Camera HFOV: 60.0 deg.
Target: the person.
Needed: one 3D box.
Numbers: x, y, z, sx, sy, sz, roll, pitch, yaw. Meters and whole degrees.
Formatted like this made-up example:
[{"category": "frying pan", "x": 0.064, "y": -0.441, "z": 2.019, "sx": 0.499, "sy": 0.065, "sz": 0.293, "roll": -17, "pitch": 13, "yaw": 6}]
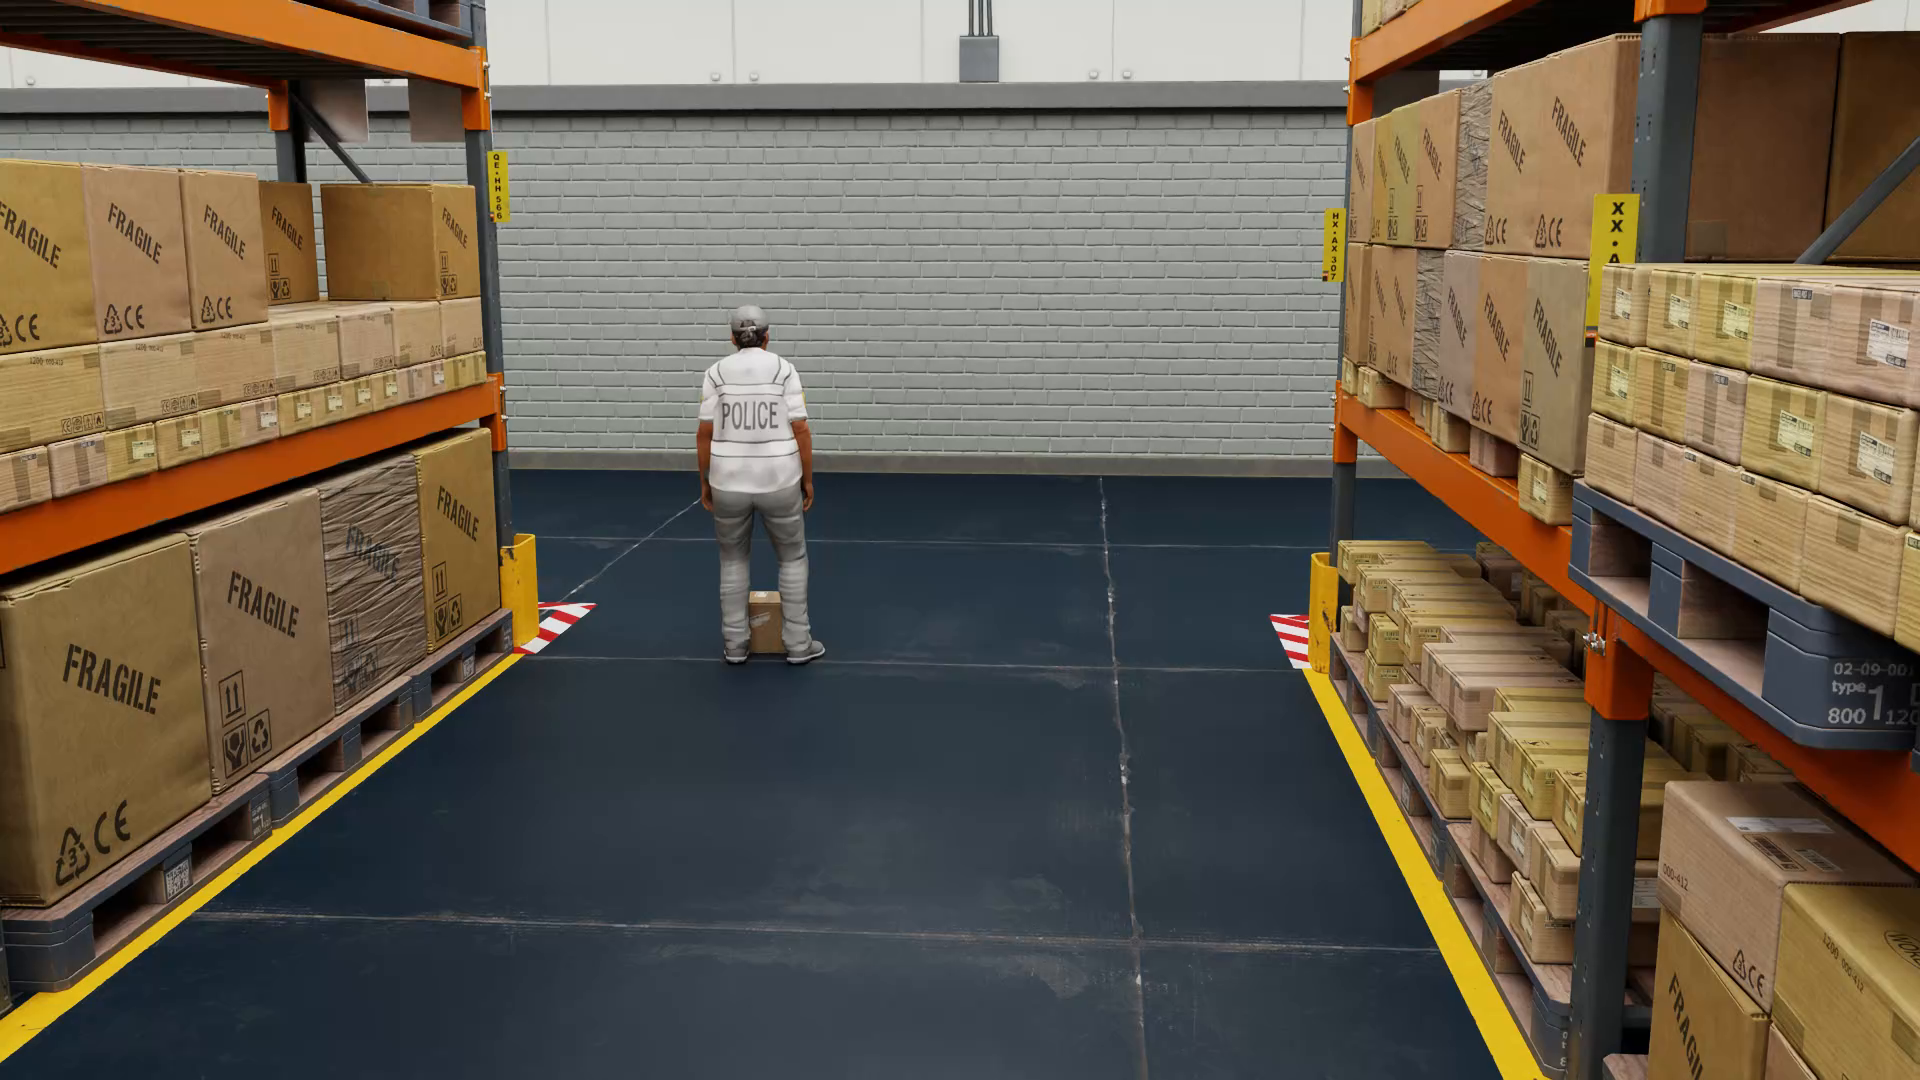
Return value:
[{"category": "person", "x": -0.930, "y": -0.255, "z": 7.742, "sx": 0.563, "sy": 1.665, "sz": 0.470, "roll": 0, "pitch": 11, "yaw": 0}]
